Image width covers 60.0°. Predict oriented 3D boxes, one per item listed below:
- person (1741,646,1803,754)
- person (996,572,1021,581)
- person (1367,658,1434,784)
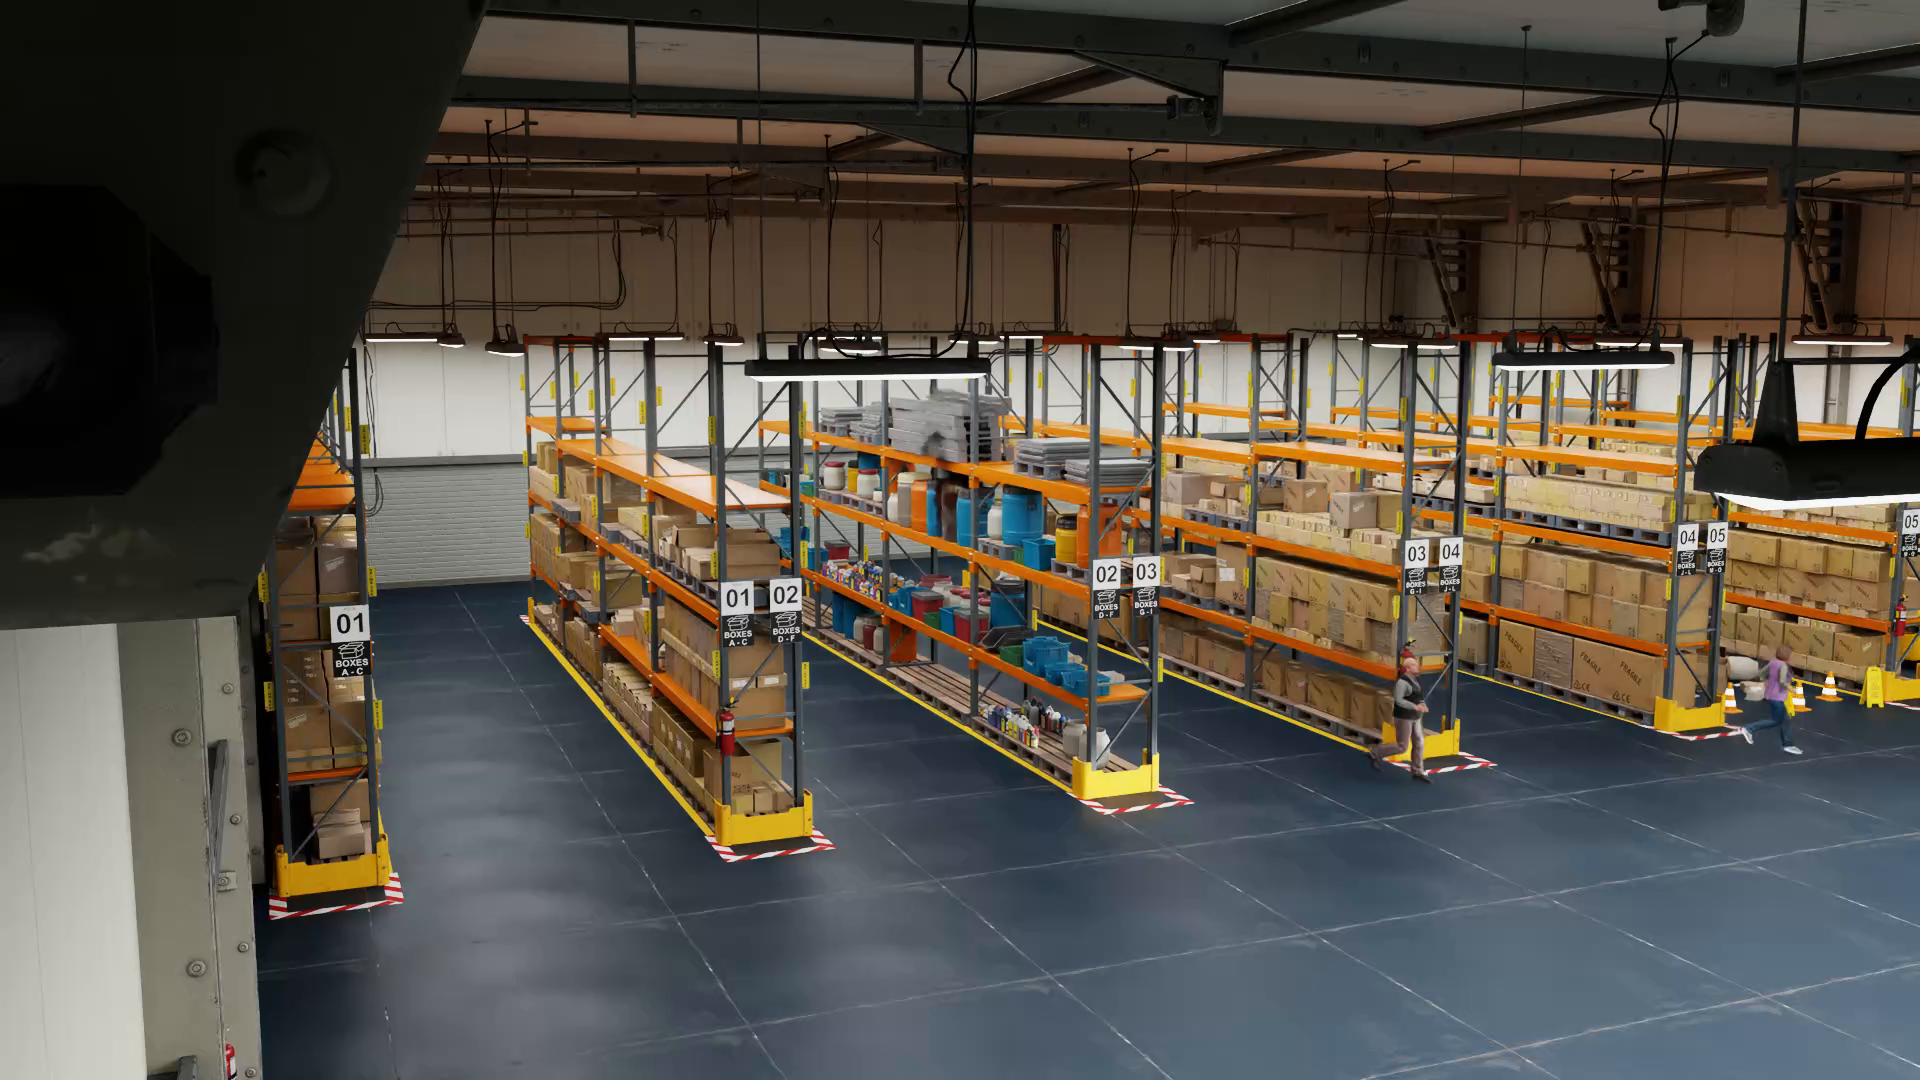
[{"bbox_3d":[11.887,2.330,24.289,0.877,1.579,0.568,1,8,4],"label":"person"},{"bbox_3d":[0.987,1.186,32.962,0.509,1.589,1.015,-4,8,-26],"label":"person"},{"bbox_3d":[6.104,2.460,22.874,0.899,1.726,0.670,5,9,34],"label":"person"}]
